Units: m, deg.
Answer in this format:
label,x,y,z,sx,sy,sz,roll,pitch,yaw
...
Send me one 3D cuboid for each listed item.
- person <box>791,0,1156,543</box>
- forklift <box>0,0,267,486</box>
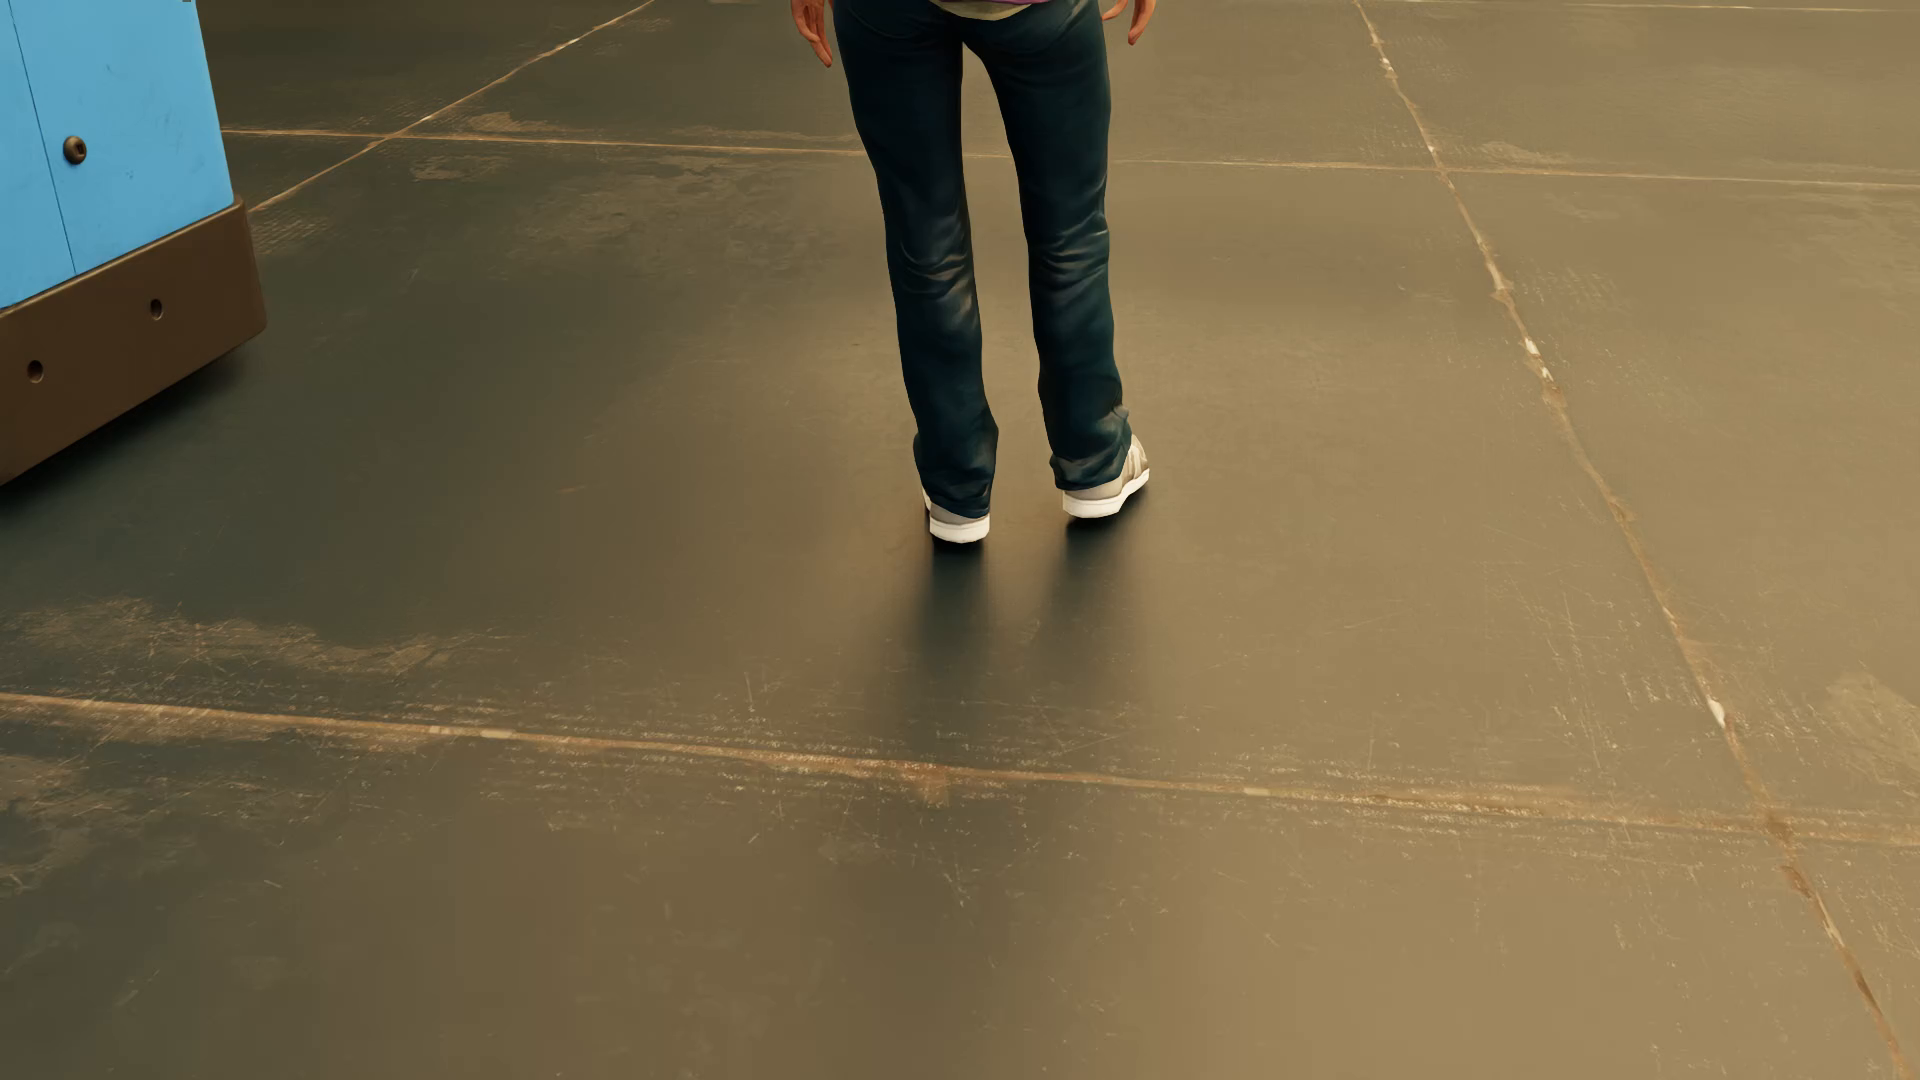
label,x,y,z,sx,sy,sz,roll,pitch,yaw
person,0.024,-0.753,2.204,0.520,1.596,0.476,3,27,7
forklift,-2.877,-1.575,2.375,3.031,2.935,1.130,5,27,10
